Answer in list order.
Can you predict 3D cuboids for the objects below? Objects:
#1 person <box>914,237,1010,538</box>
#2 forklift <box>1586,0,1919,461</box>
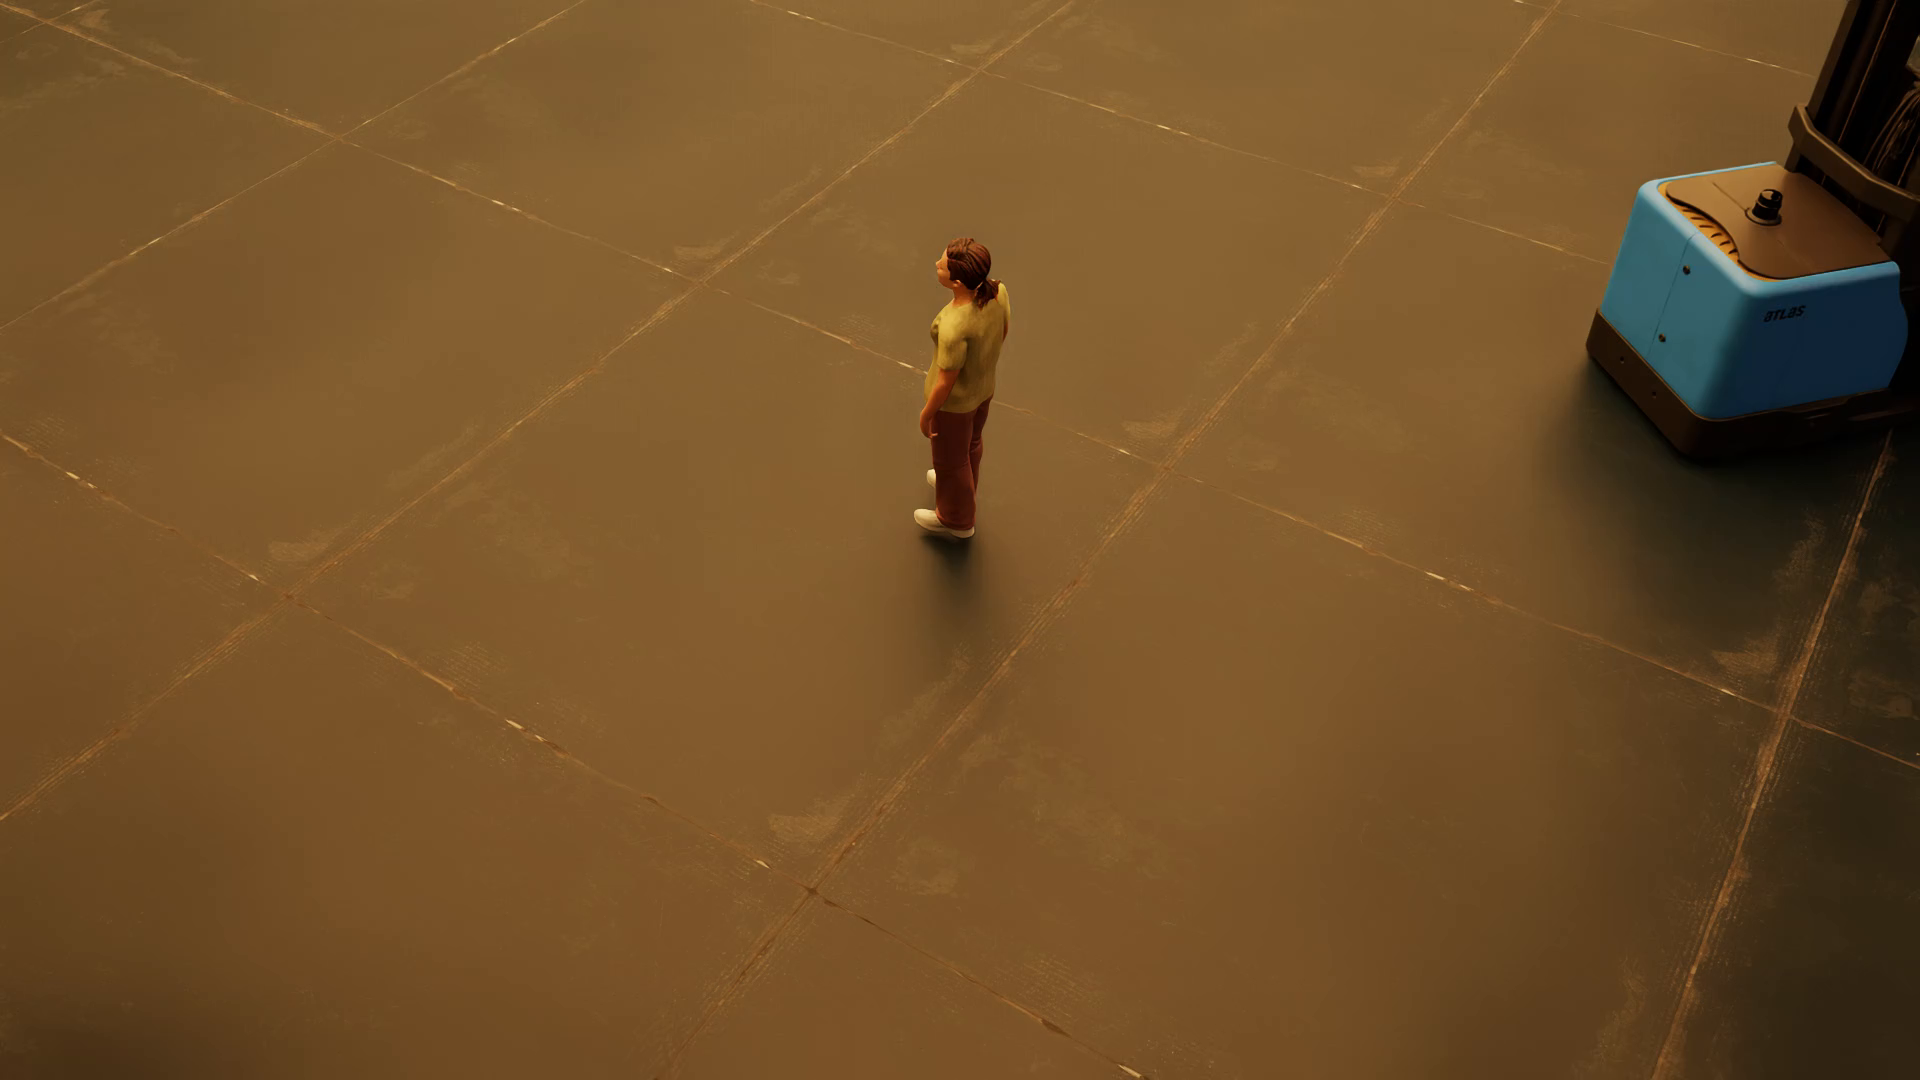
[{"bbox_3d":[-0.055,-0.673,7.409,0.548,1.665,0.552,24,48,23],"label":"person"},{"bbox_3d":[4.952,-2.024,7.984,3.031,2.935,1.130,-11,45,-11],"label":"forklift"}]
